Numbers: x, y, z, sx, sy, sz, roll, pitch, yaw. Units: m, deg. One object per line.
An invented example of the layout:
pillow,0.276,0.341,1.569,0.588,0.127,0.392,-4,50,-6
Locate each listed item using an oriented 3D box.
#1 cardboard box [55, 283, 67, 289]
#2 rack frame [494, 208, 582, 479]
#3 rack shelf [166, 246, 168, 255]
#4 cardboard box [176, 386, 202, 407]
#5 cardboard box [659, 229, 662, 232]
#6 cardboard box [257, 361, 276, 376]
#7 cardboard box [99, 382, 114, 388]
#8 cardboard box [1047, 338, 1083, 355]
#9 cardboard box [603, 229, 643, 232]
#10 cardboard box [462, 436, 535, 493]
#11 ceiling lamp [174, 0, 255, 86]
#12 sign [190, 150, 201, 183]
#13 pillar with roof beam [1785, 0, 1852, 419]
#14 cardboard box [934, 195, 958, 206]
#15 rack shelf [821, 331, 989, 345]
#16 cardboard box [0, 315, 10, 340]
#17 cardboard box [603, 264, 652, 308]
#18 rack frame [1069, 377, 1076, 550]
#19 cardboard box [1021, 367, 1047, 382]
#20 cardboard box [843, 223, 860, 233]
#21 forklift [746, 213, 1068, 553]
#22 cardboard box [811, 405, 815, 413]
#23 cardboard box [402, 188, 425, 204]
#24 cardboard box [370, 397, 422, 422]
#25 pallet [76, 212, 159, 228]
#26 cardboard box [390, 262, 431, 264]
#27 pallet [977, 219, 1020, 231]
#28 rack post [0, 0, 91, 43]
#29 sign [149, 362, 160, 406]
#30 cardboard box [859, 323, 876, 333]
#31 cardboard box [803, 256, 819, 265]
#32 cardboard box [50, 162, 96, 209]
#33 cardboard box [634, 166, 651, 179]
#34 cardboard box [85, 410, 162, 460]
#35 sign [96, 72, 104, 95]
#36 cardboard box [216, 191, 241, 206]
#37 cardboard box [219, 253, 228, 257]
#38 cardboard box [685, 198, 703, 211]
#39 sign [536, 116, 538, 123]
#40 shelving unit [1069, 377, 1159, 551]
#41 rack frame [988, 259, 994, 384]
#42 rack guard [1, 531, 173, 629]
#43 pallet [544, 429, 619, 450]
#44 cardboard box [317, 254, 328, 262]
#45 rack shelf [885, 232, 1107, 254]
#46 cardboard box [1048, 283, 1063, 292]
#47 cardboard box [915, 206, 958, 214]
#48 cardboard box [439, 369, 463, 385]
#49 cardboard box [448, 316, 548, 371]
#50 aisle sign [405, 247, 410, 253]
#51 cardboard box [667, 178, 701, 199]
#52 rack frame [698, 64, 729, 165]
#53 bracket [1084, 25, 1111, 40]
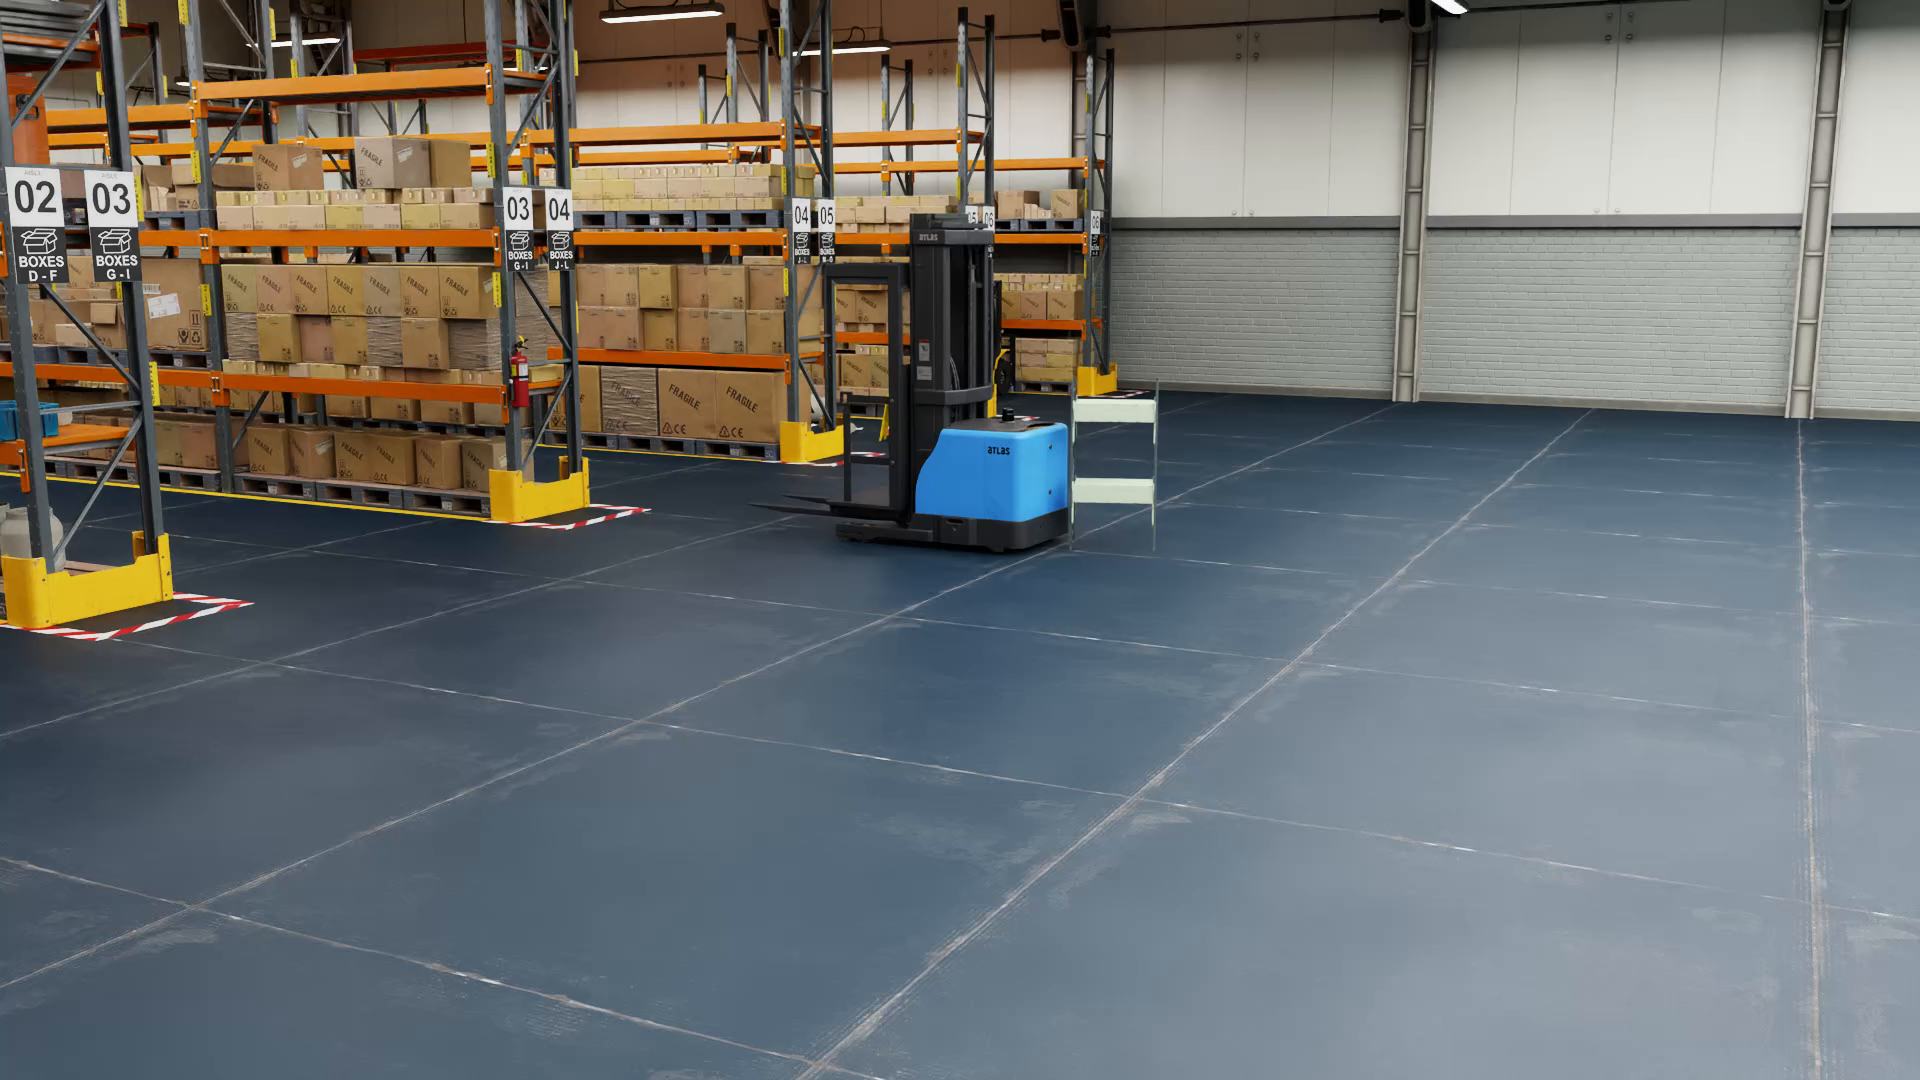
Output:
cardboard box,-14.079,-4.237,26.295,0.500,0.500,0.500,5,12,27
rack frame,-4.142,-1.743,16.440,0.127,3.000,1.000,5,11,26
rack shelf,-14.412,-4.753,26.666,4.000,0.370,1.077,5,11,26
cardboard box,-11.598,-2.308,25.398,0.500,0.500,0.500,6,12,28
cardboard box,-5.758,-6.193,33.024,0.500,0.250,0.500,5,11,26
cardboard box,-7.215,-1.833,17.640,0.250,0.149,0.380,5,11,26
cardboard box,-13.290,-2.417,26.151,0.250,0.149,0.380,4,11,23
cardboard box,1.884,-3.451,29.611,0.500,0.250,0.500,5,12,28
cardboard box,-5.551,-5.368,27.753,0.637,0.503,0.797,5,11,26
cardboard box,-4.695,-0.772,16.912,0.500,0.500,0.500,8,13,36
ceiling lamp,-15.347,-11.044,34.592,0.800,3.185,2.000,5,11,26
sign,-7.972,-3.894,17.342,0.005,0.325,0.100,5,11,26
pillar with roof beam,11.066,-5.637,21.108,0.548,9.000,9.100,5,11,26
cardboard box,-0.192,-5.050,24.756,0.250,0.149,0.380,5,11,26
rack shelf,-1.551,-3.130,26.120,4.000,0.370,1.077,5,11,26
cardboard box,-11.632,-2.505,20.366,0.500,0.500,0.500,5,12,27
cardboard box,-4.161,-3.324,21.721,0.550,0.550,0.875,5,11,26
rack frame,1.006,-0.689,14.826,0.023,1.500,0.400,1,10,7
cardboard box,1.432,-3.000,29.925,0.500,0.250,0.500,5,11,26
cardboard box,-1.598,-4.776,25.478,0.250,0.149,0.380,5,11,25
forklift,-0.556,-1.495,15.262,3.031,2.935,1.130,5,12,28
cardboard box,-2.453,-1.832,23.938,0.637,0.503,0.797,-2,11,-14
cardboard box,-5.241,-3.373,16.324,0.250,0.149,0.380,5,11,26
cardboard box,-7.740,-2.127,23.697,0.750,0.750,1.050,5,11,27
pallet,-9.168,-3.589,18.743,1.003,0.211,1.213,5,11,26
cardboard box,-9.783,-4.697,29.670,0.500,0.500,0.500,5,11,25
pallet,0.715,-5.707,30.168,1.213,0.211,1.003,5,11,26
rack post,-6.956,-3.738,12.021,0.954,0.300,0.937,6,12,32
sign,-6.087,-1.176,12.528,0.005,0.325,0.100,5,11,26
cardboard box,-1.366,-3.287,25.677,0.250,0.149,0.380,5,11,25
cardboard box,-2.159,-4.172,25.935,0.500,0.500,0.700,5,11,25
cardboard box,-10.102,-3.988,18.734,0.500,0.500,0.500,5,11,24
cardboard box,-3.904,-4.641,21.032,0.250,0.149,0.380,5,11,26
cardboard box,-9.692,-1.225,19.362,0.500,0.500,0.700,6,12,31
sign,-12.875,-6.839,24.903,0.005,0.325,0.100,5,11,26
cardboard box,-7.575,-3.582,17.479,0.250,0.149,0.380,5,11,24
cardboard box,-13.910,-5.375,31.597,0.250,0.149,0.380,5,12,27
cardboard box,-3.218,-4.188,20.771,0.250,0.149,0.380,5,11,25
sign,-8.583,-8.430,33.696,0.005,0.325,0.100,5,11,26
shelving unit,1.369,-0.681,14.782,0.755,1.500,0.431,1,10,7
rack frame,0.242,-3.326,25.185,0.127,3.000,1.000,5,11,26
rack guard,-6.423,0.279,12.284,0.348,0.500,1.175,5,11,26
pallet,-4.797,-1.398,22.363,1.213,0.211,1.003,5,11,26
cardboard box,-11.579,-5.182,30.530,0.250,0.149,0.380,5,11,25
rack shelf,0.642,-5.399,30.235,4.000,0.370,1.077,5,11,26
cardboard box,1.758,-4.485,29.489,0.250,0.149,0.380,5,12,27
cardboard box,-0.336,-4.872,24.890,0.500,0.250,0.500,5,11,25
cardboard box,-4.960,-1.641,16.577,0.250,0.149,0.380,5,11,26
cardboard box,-4.624,-1.987,16.668,0.500,0.500,0.875,5,11,26
aisle sign,-12.104,-6.618,36.072,0.004,0.787,0.394,5,11,26
cardboard box,-3.318,-4.405,20.851,0.500,0.250,0.500,5,11,25
rack frame,-4.739,-7.702,32.516,0.127,3.000,1.000,5,11,26
bracket,2.425,-8.952,29.317,0.430,0.232,0.235,5,11,26
